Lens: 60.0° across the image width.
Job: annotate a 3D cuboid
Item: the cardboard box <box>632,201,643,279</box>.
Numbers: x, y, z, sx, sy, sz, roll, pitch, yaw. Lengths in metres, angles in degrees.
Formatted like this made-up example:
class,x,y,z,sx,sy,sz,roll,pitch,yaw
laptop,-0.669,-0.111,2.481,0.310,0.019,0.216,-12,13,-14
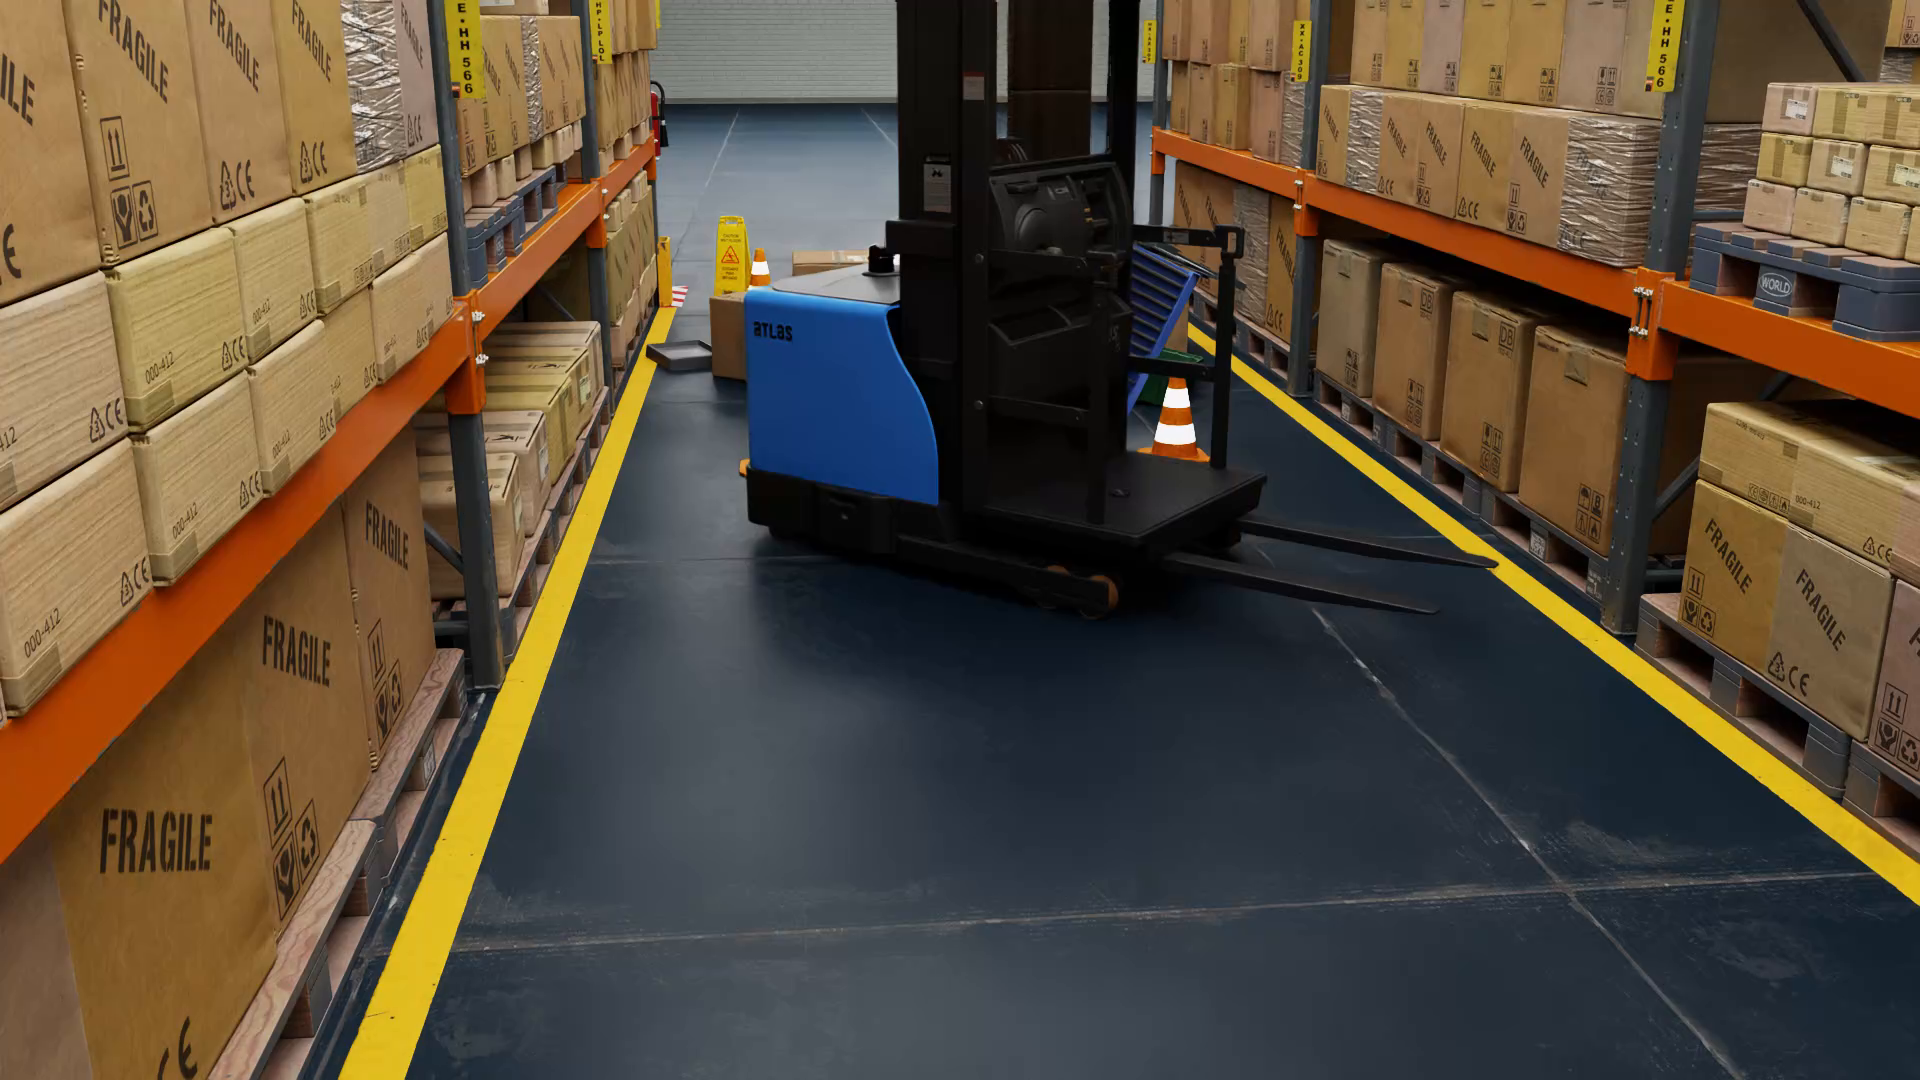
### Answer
class,x,y,z,sx,sy,sz,roll,pitch,yaw
cardboard box,-2.422,-2.019,11.239,0.500,0.500,0.500,-2,18,-7

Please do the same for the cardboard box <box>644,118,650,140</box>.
class,x,y,z,sx,sy,sz,roll,pitch,yaw
cardboard box,-2.478,-3.013,12.186,0.380,0.149,0.250,-2,18,-6

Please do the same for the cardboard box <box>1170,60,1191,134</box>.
class,x,y,z,sx,sy,sz,roll,pitch,yaw
cardboard box,2.130,-3.455,12.924,0.875,0.550,0.550,-2,18,-6

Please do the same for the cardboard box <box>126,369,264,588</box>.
class,x,y,z,sx,sy,sz,roll,pitch,yaw
cardboard box,-1.503,-0.109,2.768,0.500,0.250,0.500,-2,18,-6

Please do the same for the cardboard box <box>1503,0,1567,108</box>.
class,x,y,z,sx,sy,sz,roll,pitch,yaw
cardboard box,2.727,-2.072,6.931,0.700,0.500,0.500,-2,18,-6

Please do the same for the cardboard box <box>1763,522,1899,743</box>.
class,x,y,z,sx,sy,sz,roll,pitch,yaw
cardboard box,2.747,0.251,4.841,0.500,0.500,0.500,-2,17,-5

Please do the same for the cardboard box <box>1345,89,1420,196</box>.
class,x,y,z,sx,sy,sz,roll,pitch,yaw
cardboard box,2.299,-2.033,8.479,0.500,0.500,0.500,-2,18,-5

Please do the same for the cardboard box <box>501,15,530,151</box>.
class,x,y,z,sx,sy,sz,roll,pitch,yaw
cardboard box,-1.980,-1.770,6.444,0.500,0.500,0.500,-1,17,-5

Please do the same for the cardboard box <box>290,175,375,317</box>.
class,x,y,z,sx,sy,sz,roll,pitch,yaw
cardboard box,-1.609,-0.652,3.662,0.500,0.250,0.500,-2,18,-7

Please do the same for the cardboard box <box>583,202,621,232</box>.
class,x,y,z,sx,sy,sz,roll,pitch,yaw
cardboard box,-2.199,-1.897,9.766,0.380,0.149,0.250,-2,17,-5

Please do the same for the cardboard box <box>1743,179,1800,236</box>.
class,x,y,z,sx,sy,sz,roll,pitch,yaw
cardboard box,2.717,-1.050,5.233,0.380,0.149,0.250,-2,18,-6

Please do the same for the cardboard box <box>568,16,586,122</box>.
class,x,y,z,sx,sy,sz,roll,pitch,yaw
cardboard box,-2.178,-2.377,8.377,0.500,0.500,0.500,-2,18,-7

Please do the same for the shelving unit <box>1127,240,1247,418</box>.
class,x,y,z,sx,sy,sz,roll,pitch,yaw
shelving unit,0.742,-1.053,8.552,0.538,1.048,1.500,23,10,-19

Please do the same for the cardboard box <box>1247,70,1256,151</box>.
class,x,y,z,sx,sy,sz,roll,pitch,yaw
cardboard box,2.392,-2.810,10.869,0.875,0.550,0.550,-2,18,-6

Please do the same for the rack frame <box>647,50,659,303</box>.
class,x,y,z,sx,sy,sz,roll,pitch,yaw
rack frame,-2.866,-3.310,12.712,1.000,3.000,0.127,-2,18,-6

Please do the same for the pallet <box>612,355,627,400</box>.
class,x,y,z,sx,sy,sz,roll,pitch,yaw
pallet,-2.558,-0.987,9.967,1.003,0.211,1.213,-2,18,-6

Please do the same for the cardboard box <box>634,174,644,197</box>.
class,x,y,z,sx,sy,sz,roll,pitch,yaw
cardboard box,-2.397,-2.453,11.536,0.380,0.149,0.250,-1,17,-5

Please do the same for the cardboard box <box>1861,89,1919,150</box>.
class,x,y,z,sx,sy,sz,roll,pitch,yaw
cardboard box,2.778,-1.177,4.643,0.380,0.149,0.250,-2,18,-6

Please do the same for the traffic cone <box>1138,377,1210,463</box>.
class,x,y,z,sx,sy,sz,roll,pitch,yaw
traffic cone,1.096,-0.644,8.457,0.336,0.463,0.334,-2,18,-6

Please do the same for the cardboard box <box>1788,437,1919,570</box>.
class,x,y,z,sx,sy,sz,roll,pitch,yaw
cardboard box,2.755,-0.111,4.742,0.500,0.250,0.500,-2,18,-6

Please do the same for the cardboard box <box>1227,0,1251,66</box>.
class,x,y,z,sx,sy,sz,roll,pitch,yaw
cardboard box,2.302,-3.482,11.207,0.875,0.550,0.500,-2,18,-6

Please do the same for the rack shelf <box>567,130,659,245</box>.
class,x,y,z,sx,sy,sz,roll,pitch,yaw
rack shelf,-2.660,-2.371,10.921,1.077,0.370,4.000,-2,18,-6

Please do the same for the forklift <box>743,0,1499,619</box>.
class,x,y,z,sx,sy,sz,roll,pitch,yaw
forklift,0.573,-1.282,6.367,3.031,2.935,1.130,12,21,34

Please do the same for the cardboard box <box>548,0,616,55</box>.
class,x,y,z,sx,sy,sz,roll,pitch,yaw
cardboard box,-2.283,-2.922,9.145,0.700,0.500,0.500,-2,18,-6

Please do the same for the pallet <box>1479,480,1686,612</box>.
class,x,y,z,sx,sy,sz,roll,pitch,yaw
pallet,2.866,-0.016,6.876,1.003,0.211,1.213,-2,18,-6

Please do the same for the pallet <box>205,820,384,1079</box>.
class,x,y,z,sx,sy,sz,roll,pitch,yaw
pallet,-1.912,1.004,3.627,1.003,0.211,1.213,-2,18,-6

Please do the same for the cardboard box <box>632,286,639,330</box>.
class,x,y,z,sx,sy,sz,roll,pitch,yaw
cardboard box,-2.370,-1.507,10.860,0.500,0.250,0.500,-2,18,-6

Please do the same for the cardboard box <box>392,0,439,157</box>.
class,x,y,z,sx,sy,sz,roll,pitch,yaw
cardboard box,-1.728,-1.305,4.490,0.500,0.500,0.500,-2,18,-7

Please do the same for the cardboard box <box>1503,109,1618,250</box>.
class,x,y,z,sx,sy,sz,roll,pitch,yaw
cardboard box,2.508,-1.432,6.562,0.500,0.500,0.500,-2,18,-6

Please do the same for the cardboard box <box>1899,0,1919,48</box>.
class,x,y,z,sx,sy,sz,roll,pitch,yaw
cardboard box,6.932,-3.663,11.505,0.500,0.500,0.500,-2,18,-6

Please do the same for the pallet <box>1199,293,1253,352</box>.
class,x,y,z,sx,sy,sz,roll,pitch,yaw
pallet,2.330,-1.564,11.806,1.003,0.211,1.213,-2,18,-6

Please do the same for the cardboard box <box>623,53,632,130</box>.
class,x,y,z,sx,sy,sz,roll,pitch,yaw
cardboard box,-2.408,-2.896,10.730,0.500,0.500,0.500,-2,17,-5

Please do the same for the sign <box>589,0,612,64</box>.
class,x,y,z,sx,sy,sz,roll,pitch,yaw
sign,-1.902,-2.689,8.800,0.100,0.325,0.005,-2,18,-6

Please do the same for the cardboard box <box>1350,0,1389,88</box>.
class,x,y,z,sx,sy,sz,roll,pitch,yaw
cardboard box,2.517,-2.678,8.863,0.700,0.500,0.500,-2,18,-7

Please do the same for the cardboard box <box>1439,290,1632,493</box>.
class,x,y,z,sx,sy,sz,roll,pitch,yaw
cardboard box,2.805,-0.681,7.393,1.050,0.750,0.750,-2,17,-5

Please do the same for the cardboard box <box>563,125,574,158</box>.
class,x,y,z,sx,sy,sz,roll,pitch,yaw
cardboard box,-2.054,-1.899,7.936,0.380,0.149,0.250,-2,18,-7

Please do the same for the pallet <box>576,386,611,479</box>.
class,x,y,z,sx,sy,sz,roll,pitch,yaw
pallet,-2.372,-0.556,8.595,1.003,0.211,1.213,-2,18,-6

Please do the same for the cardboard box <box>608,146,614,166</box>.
class,x,y,z,sx,sy,sz,roll,pitch,yaw
cardboard box,-2.293,-2.328,10.006,0.380,0.149,0.250,-1,17,-4

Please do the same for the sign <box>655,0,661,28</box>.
class,x,y,z,sx,sy,sz,roll,pitch,yaw
sign,-2.312,-4.024,12.526,0.100,0.325,0.005,-2,18,-6

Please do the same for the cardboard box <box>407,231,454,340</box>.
class,x,y,z,sx,sy,sz,roll,pitch,yaw
cardboard box,-1.731,-0.712,4.688,0.500,0.250,0.500,-2,18,-8

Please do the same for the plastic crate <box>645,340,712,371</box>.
class,x,y,z,sx,sy,sz,roll,pitch,yaw
plastic crate,-1.800,-1.218,10.923,0.402,0.080,0.583,-8,19,-25

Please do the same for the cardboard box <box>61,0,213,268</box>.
class,x,y,z,sx,sy,sz,roll,pitch,yaw
cardboard box,-1.517,-0.699,2.561,0.500,0.500,0.500,-2,18,-7

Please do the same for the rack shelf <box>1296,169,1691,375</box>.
class,x,y,z,sx,sy,sz,roll,pitch,yaw
rack shelf,2.666,-1.362,7.708,1.077,0.370,4.000,-2,18,-6

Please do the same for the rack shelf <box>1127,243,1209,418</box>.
class,x,y,z,sx,sy,sz,roll,pitch,yaw
rack shelf,0.782,-1.001,8.385,0.538,1.000,0.185,23,10,-19

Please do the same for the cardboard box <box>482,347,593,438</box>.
class,x,y,z,sx,sy,sz,roll,pitch,yaw
cardboard box,-2.320,-0.694,8.067,0.950,0.372,0.625,-1,17,-2

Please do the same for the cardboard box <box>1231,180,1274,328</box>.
class,x,y,z,sx,sy,sz,roll,pitch,yaw
cardboard box,2.367,-1.946,11.213,0.875,0.875,0.875,-2,18,-5

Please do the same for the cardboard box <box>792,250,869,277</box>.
class,x,y,z,sx,sy,sz,roll,pitch,yaw
cardboard box,-0.686,-1.351,9.380,0.500,0.500,0.500,-2,18,-6

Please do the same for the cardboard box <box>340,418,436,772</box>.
class,x,y,z,sx,sy,sz,roll,pitch,yaw
cardboard box,-2.053,0.095,4.711,0.875,0.875,0.875,-2,18,-6

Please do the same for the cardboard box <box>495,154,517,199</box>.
class,x,y,z,sx,sy,sz,roll,pitch,yaw
cardboard box,-1.876,-1.360,6.220,0.380,0.149,0.250,-2,18,-5
